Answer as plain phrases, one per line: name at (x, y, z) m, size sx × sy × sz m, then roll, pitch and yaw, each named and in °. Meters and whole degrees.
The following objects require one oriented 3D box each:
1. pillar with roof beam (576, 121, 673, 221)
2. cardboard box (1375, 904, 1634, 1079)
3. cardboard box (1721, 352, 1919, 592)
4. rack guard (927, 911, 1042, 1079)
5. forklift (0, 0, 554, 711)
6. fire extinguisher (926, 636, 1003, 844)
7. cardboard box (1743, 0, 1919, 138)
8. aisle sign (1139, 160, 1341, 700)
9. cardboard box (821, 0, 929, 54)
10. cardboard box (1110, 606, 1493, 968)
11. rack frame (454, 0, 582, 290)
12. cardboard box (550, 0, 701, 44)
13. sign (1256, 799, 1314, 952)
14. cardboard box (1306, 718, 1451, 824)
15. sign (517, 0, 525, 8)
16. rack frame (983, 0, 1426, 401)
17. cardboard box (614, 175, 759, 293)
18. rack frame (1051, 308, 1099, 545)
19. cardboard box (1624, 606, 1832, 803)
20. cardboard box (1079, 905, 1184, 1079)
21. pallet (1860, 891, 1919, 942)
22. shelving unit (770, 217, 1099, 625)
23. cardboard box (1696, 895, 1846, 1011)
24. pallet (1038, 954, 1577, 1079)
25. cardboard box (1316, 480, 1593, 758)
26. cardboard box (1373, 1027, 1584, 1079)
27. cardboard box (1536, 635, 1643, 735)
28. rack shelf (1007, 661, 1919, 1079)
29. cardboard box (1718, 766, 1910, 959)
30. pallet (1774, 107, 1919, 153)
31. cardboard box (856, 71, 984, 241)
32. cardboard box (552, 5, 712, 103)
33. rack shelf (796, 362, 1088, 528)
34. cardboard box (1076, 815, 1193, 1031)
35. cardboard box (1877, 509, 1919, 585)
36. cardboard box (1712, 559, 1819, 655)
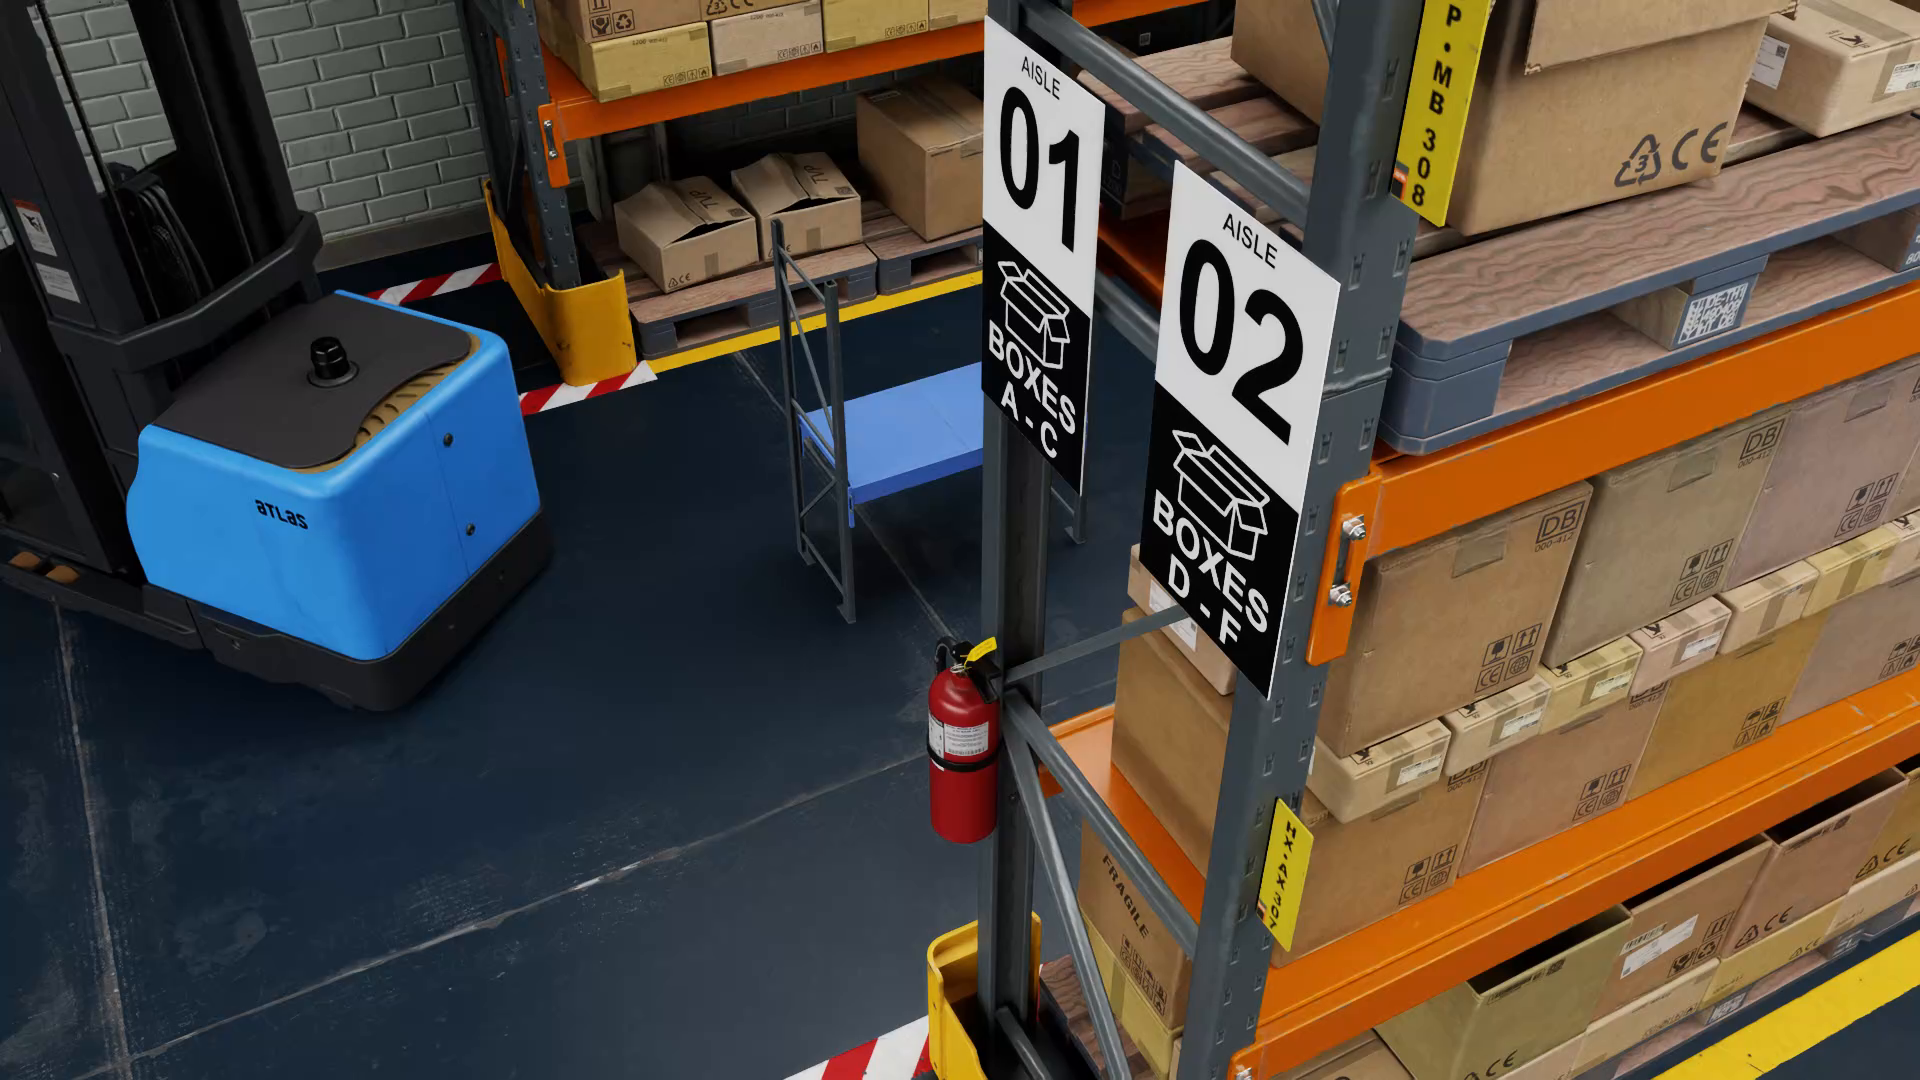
pillar with roof beam at (0.248, -2.720, 2.998) m, size 0.400 × 9.000 × 9.100 m, roll -19°, pitch 44°, yaw -21°
cardboard box at (1.351, 1.065, 4.392) m, size 0.500 × 0.500 × 0.500 m, roll -19°, pitch 44°, yaw -21°
cardboard box at (1.707, -0.347, 3.756) m, size 0.500 × 0.500 × 0.700 m, roll -18°, pitch 44°, yaw -20°
rack guard at (0.308, 1.607, 4.465) m, size 0.348 × 0.500 × 1.175 m, roll -19°, pitch 44°, yaw -21°
forklift at (-3.166, -1.147, 5.837) m, size 3.031 × 2.935 × 1.130 m, roll 17°, pitch 43°, yaw 19°
fire extinguisher at (0.010, 0.444, 3.964) m, size 0.183 × 0.674 × 0.296 m, roll -19°, pitch 44°, yaw -21°
cardboard box at (1.455, -0.867, 2.893) m, size 0.250 × 0.149 × 0.380 m, roll -19°, pitch 44°, yaw -21°
aisle sign at (0.413, -0.152, 2.595) m, size 0.004 × 0.787 × 0.394 m, roll -19°, pitch 44°, yaw -21°
cardboard box at (-0.474, -2.418, 7.385) m, size 0.500 × 0.250 × 0.500 m, roll -19°, pitch 44°, yaw -21°
cardboard box at (0.750, 0.475, 3.790) m, size 0.500 × 0.500 × 0.700 m, roll -19°, pitch 44°, yaw -21°
rack frame at (-1.962, -2.192, 7.018) m, size 0.127 × 3.000 × 1.000 m, roll -19°, pitch 44°, yaw -21°
cardboard box at (-1.400, -2.399, 6.783) m, size 0.500 × 0.500 × 0.500 m, roll -19°, pitch 44°, yaw -21°
sign at (0.581, 0.605, 2.983) m, size 0.005 × 0.325 × 0.100 m, roll -19°, pitch 44°, yaw -21°
cardboard box at (0.777, 0.366, 3.417) m, size 0.250 × 0.149 × 0.380 m, roll -19°, pitch 44°, yaw -21°
sign at (-1.711, -2.212, 6.371) m, size 0.005 × 0.325 × 0.100 m, roll -19°, pitch 44°, yaw -21°
rack frame at (0.330, -1.644, 1.728) m, size 0.127 × 3.000 × 1.000 m, roll -19°, pitch 44°, yaw -21°
cardboard box at (-1.307, -1.489, 7.928) m, size 0.500 × 0.311 × 0.500 m, roll -24°, pitch 46°, yaw -25°
rack frame at (0.375, -0.699, 6.415) m, size 0.032 × 1.500 × 0.500 m, roll -19°, pitch 44°, yaw -21°
cardboard box at (1.656, 0.171, 4.149) m, size 0.500 × 0.500 × 0.700 m, roll -18°, pitch 44°, yaw -20°
cardboard box at (0.669, 1.205, 4.808) m, size 0.500 × 0.250 × 0.500 m, roll -19°, pitch 44°, yaw -21°
pallet at (3.153, 0.729, 5.725) m, size 1.213 × 0.211 × 1.003 m, roll -19°, pitch 44°, yaw -21°
shelving unit at (-0.076, -0.547, 6.235) m, size 1.048 × 1.500 × 0.538 m, roll -19°, pitch 44°, yaw -21°
cardboard box at (2.239, 1.055, 4.985) m, size 0.500 × 0.250 × 0.500 m, roll -19°, pitch 44°, yaw -21°
pallet at (0.989, 1.457, 4.865) m, size 1.213 × 0.211 × 1.003 m, roll -19°, pitch 44°, yaw -21°
cardboard box at (0.797, -0.036, 3.389) m, size 0.500 × 0.500 × 0.700 m, roll -18°, pitch 44°, yaw -20°
cardboard box at (1.350, 1.351, 4.636) m, size 0.500 × 0.250 × 0.500 m, roll -19°, pitch 44°, yaw -21°
cardboard box at (1.232, 0.212, 3.599) m, size 0.250 × 0.149 × 0.380 m, roll -18°, pitch 44°, yaw -20°
rack shelf at (2.103, 0.323, 4.603) m, size 4.000 × 0.370 × 1.077 m, roll -19°, pitch 44°, yaw -21°
cardboard box at (2.240, 0.770, 4.742) m, size 0.500 × 0.500 × 0.500 m, roll -19°, pitch 44°, yaw -21°
pallet at (2.052, -1.029, 3.390) m, size 1.213 × 0.211 × 1.003 m, roll -19°, pitch 44°, yaw -21°
cardboard box at (-0.127, -1.921, 8.292) m, size 0.500 × 0.500 × 0.700 m, roll -21°, pitch 45°, yaw -23°
cardboard box at (-1.382, -2.106, 7.017) m, size 0.500 × 0.250 × 0.500 m, roll -20°, pitch 44°, yaw -22°
rack shelf at (-0.076, -0.410, 6.352) m, size 1.000 × 0.185 × 0.538 m, roll -19°, pitch 44°, yaw -21°
cardboard box at (0.668, 0.918, 4.567) m, size 0.500 × 0.500 × 0.500 m, roll -19°, pitch 44°, yaw -21°
cardboard box at (2.141, -0.092, 3.958) m, size 0.250 × 0.149 × 0.380 m, roll -18°, pitch 44°, yaw -20°
cardboard box at (1.692, 0.057, 3.782) m, size 0.250 × 0.149 × 0.380 m, roll -20°, pitch 44°, yaw -22°
